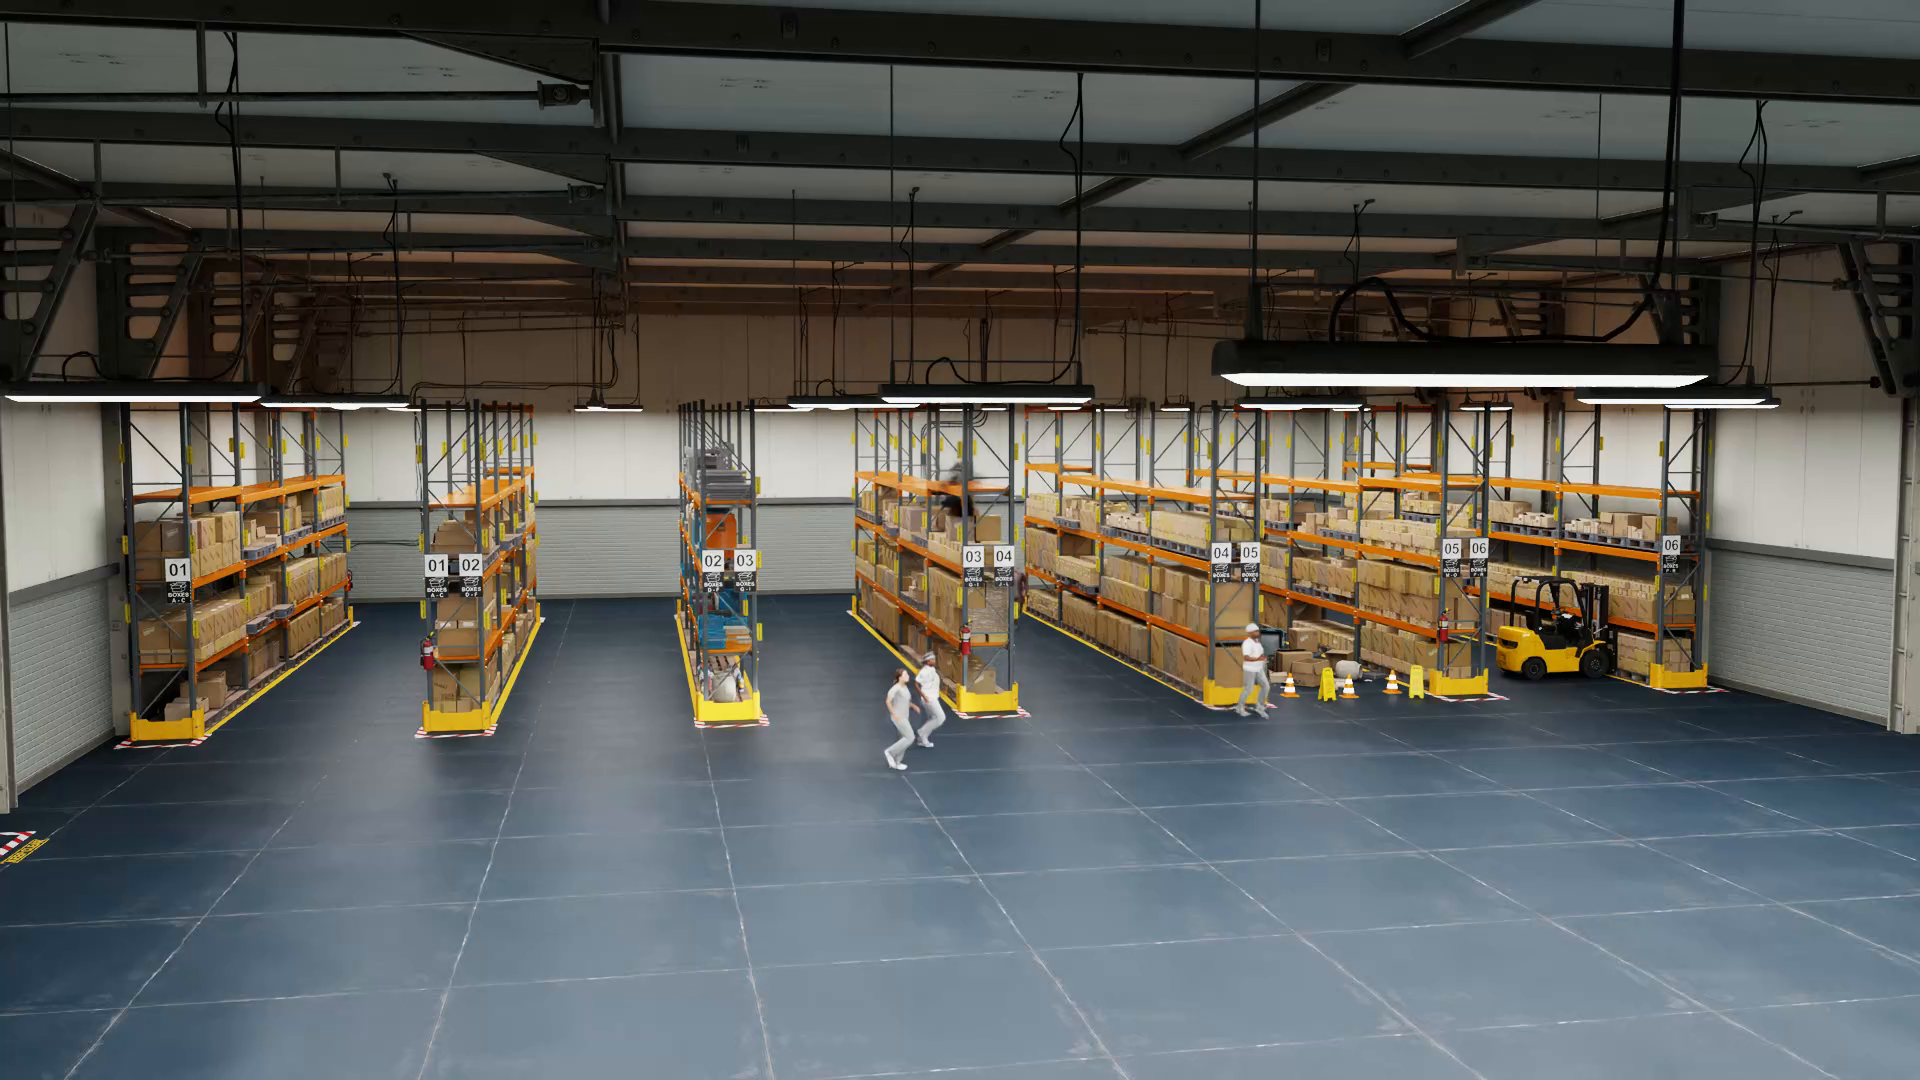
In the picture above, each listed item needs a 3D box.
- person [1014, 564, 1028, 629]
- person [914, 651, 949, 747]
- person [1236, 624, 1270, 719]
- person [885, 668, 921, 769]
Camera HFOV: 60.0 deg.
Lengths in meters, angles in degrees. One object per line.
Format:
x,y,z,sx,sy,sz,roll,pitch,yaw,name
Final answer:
1.473,1.499,44.579,0.707,1.750,0.639,0,4,-5,person
-0.462,2.731,28.580,0.569,1.659,0.560,1,4,12,person
5.540,2.476,31.335,0.717,1.805,0.710,3,6,39,person
-0.927,2.880,26.854,0.549,1.638,0.576,1,4,14,person
